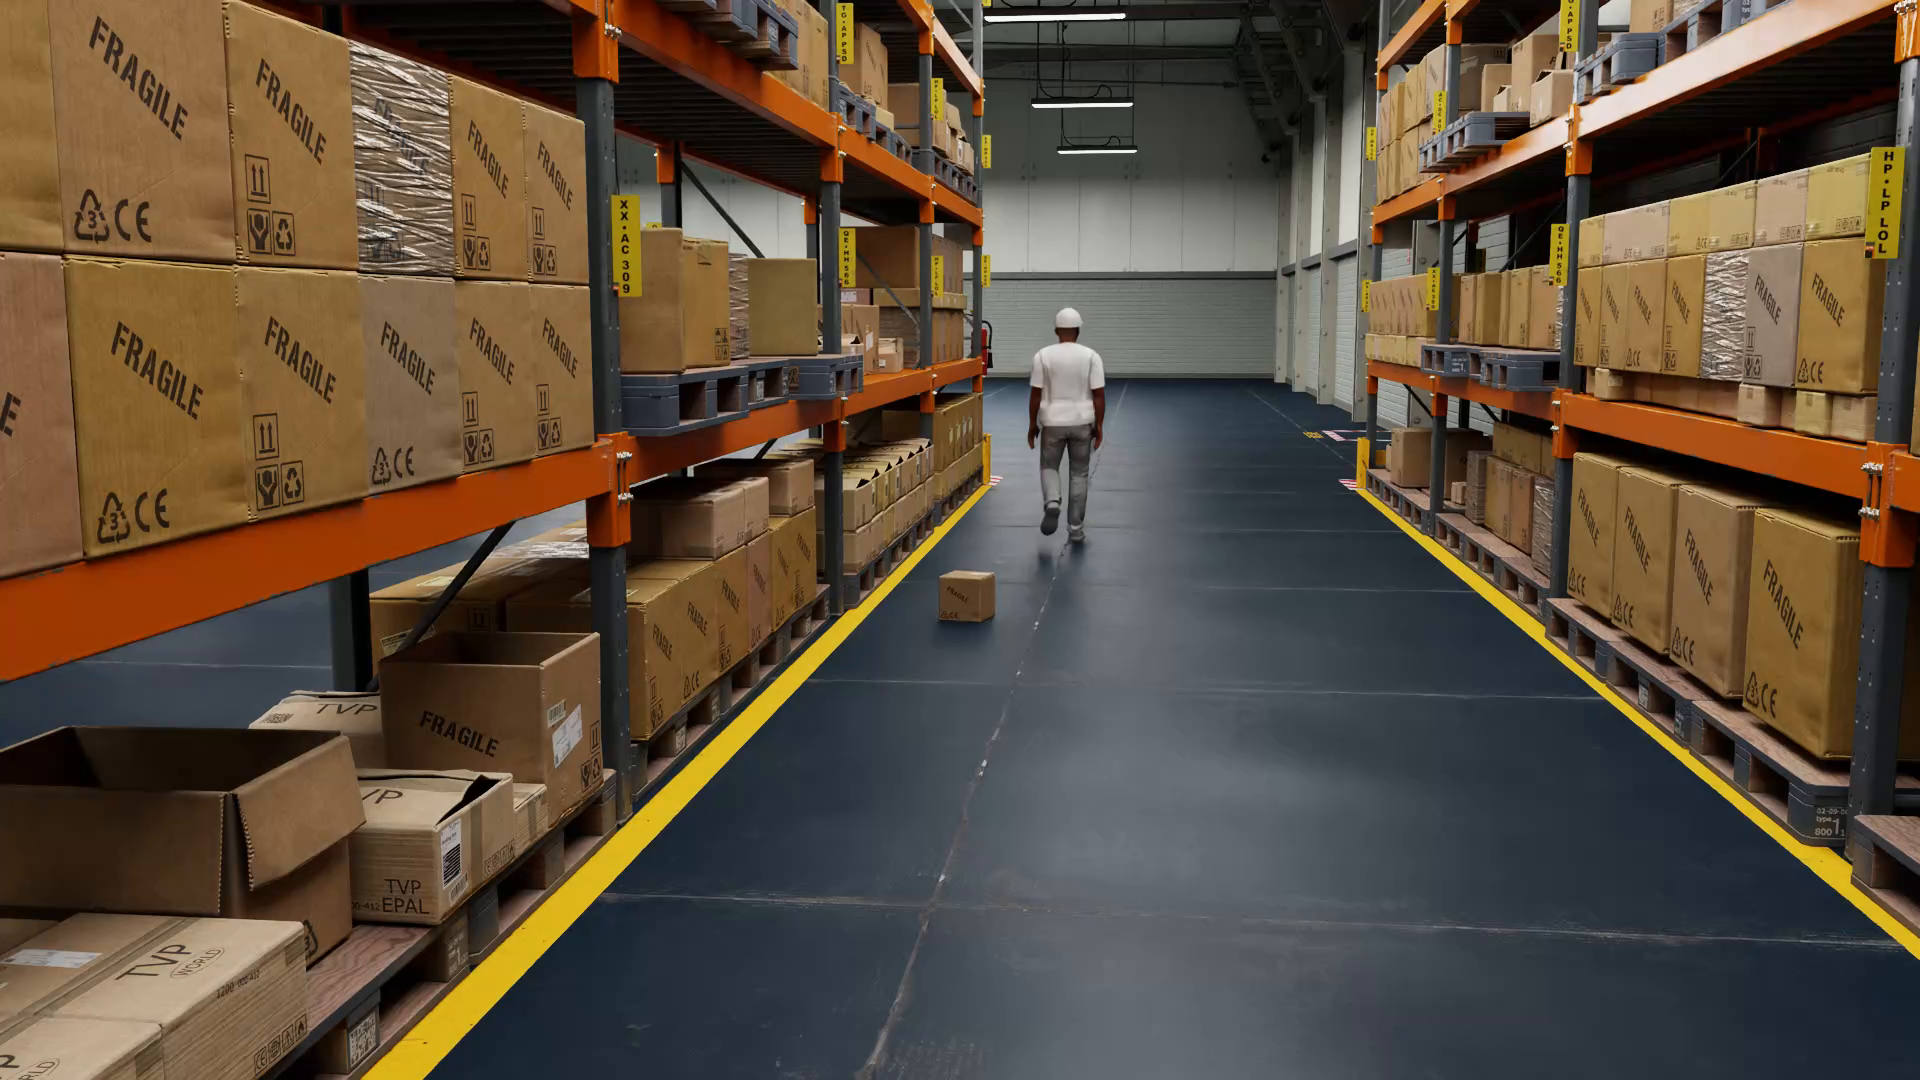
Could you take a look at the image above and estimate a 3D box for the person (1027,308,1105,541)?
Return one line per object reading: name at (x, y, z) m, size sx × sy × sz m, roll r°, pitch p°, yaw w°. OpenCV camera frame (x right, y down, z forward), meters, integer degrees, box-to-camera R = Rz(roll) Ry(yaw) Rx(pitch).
person at (0.801, -0.868, 12.578) m, size 0.586 × 1.758 × 0.548 m, roll 1°, pitch 8°, yaw 8°
